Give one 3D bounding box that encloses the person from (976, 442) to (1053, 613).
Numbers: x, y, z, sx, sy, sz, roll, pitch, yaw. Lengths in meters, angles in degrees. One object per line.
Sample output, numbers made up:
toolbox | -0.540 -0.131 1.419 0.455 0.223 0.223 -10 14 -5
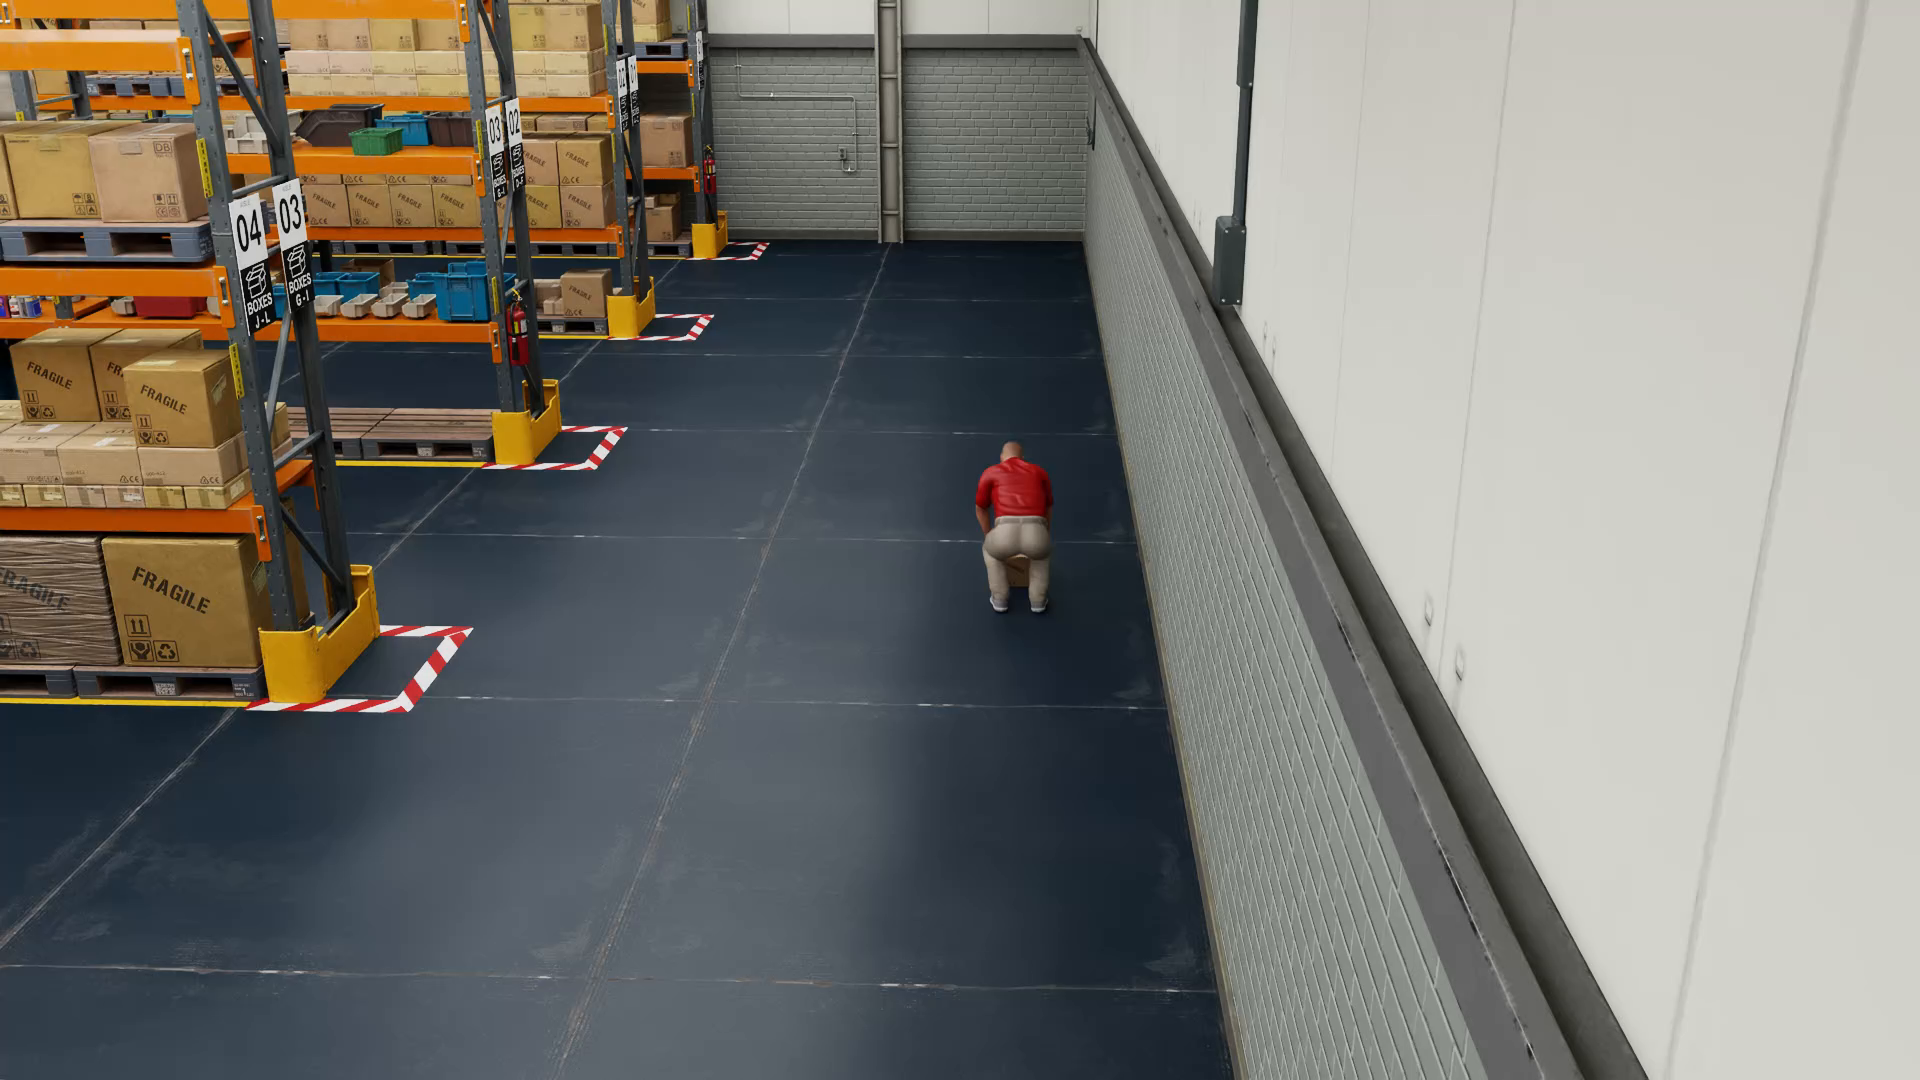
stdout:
person | 0.399 -0.079 12.151 0.577 1.142 0.823 1 21 2
